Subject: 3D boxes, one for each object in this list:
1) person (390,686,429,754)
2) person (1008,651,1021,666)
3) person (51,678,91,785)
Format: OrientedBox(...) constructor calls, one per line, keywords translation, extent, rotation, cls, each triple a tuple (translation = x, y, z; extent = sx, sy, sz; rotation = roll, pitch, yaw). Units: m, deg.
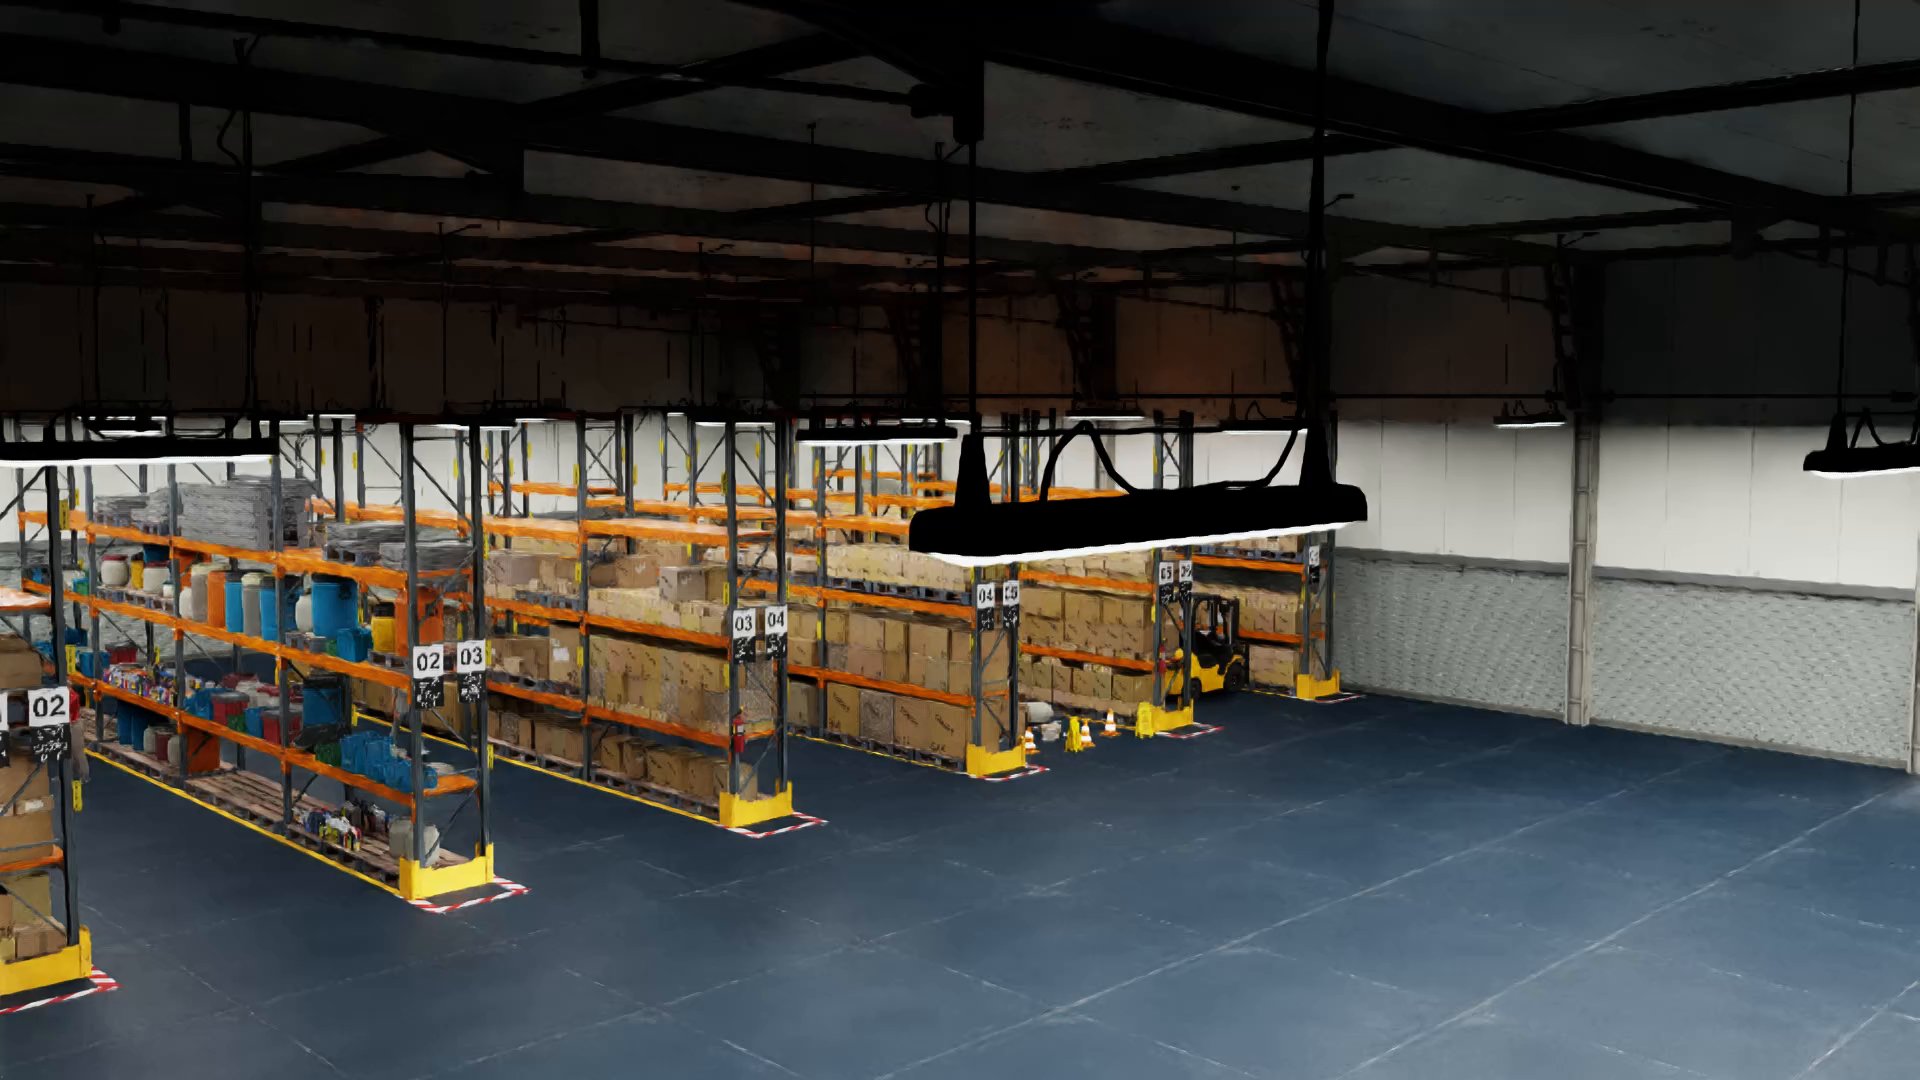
OrientedBox(translation=(-9.790, 2.978, 29.302), extent=(0.446, 1.590, 1.110), rotation=(-5, 7, -42), cls="person")
OrientedBox(translation=(1.242, 2.127, 38.056), extent=(0.645, 1.772, 0.464), rotation=(2, 5, 20), cls="person")
OrientedBox(translation=(-14.533, 3.106, 27.122), extent=(0.592, 1.712, 0.668), rotation=(-2, 5, -24), cls="person")
